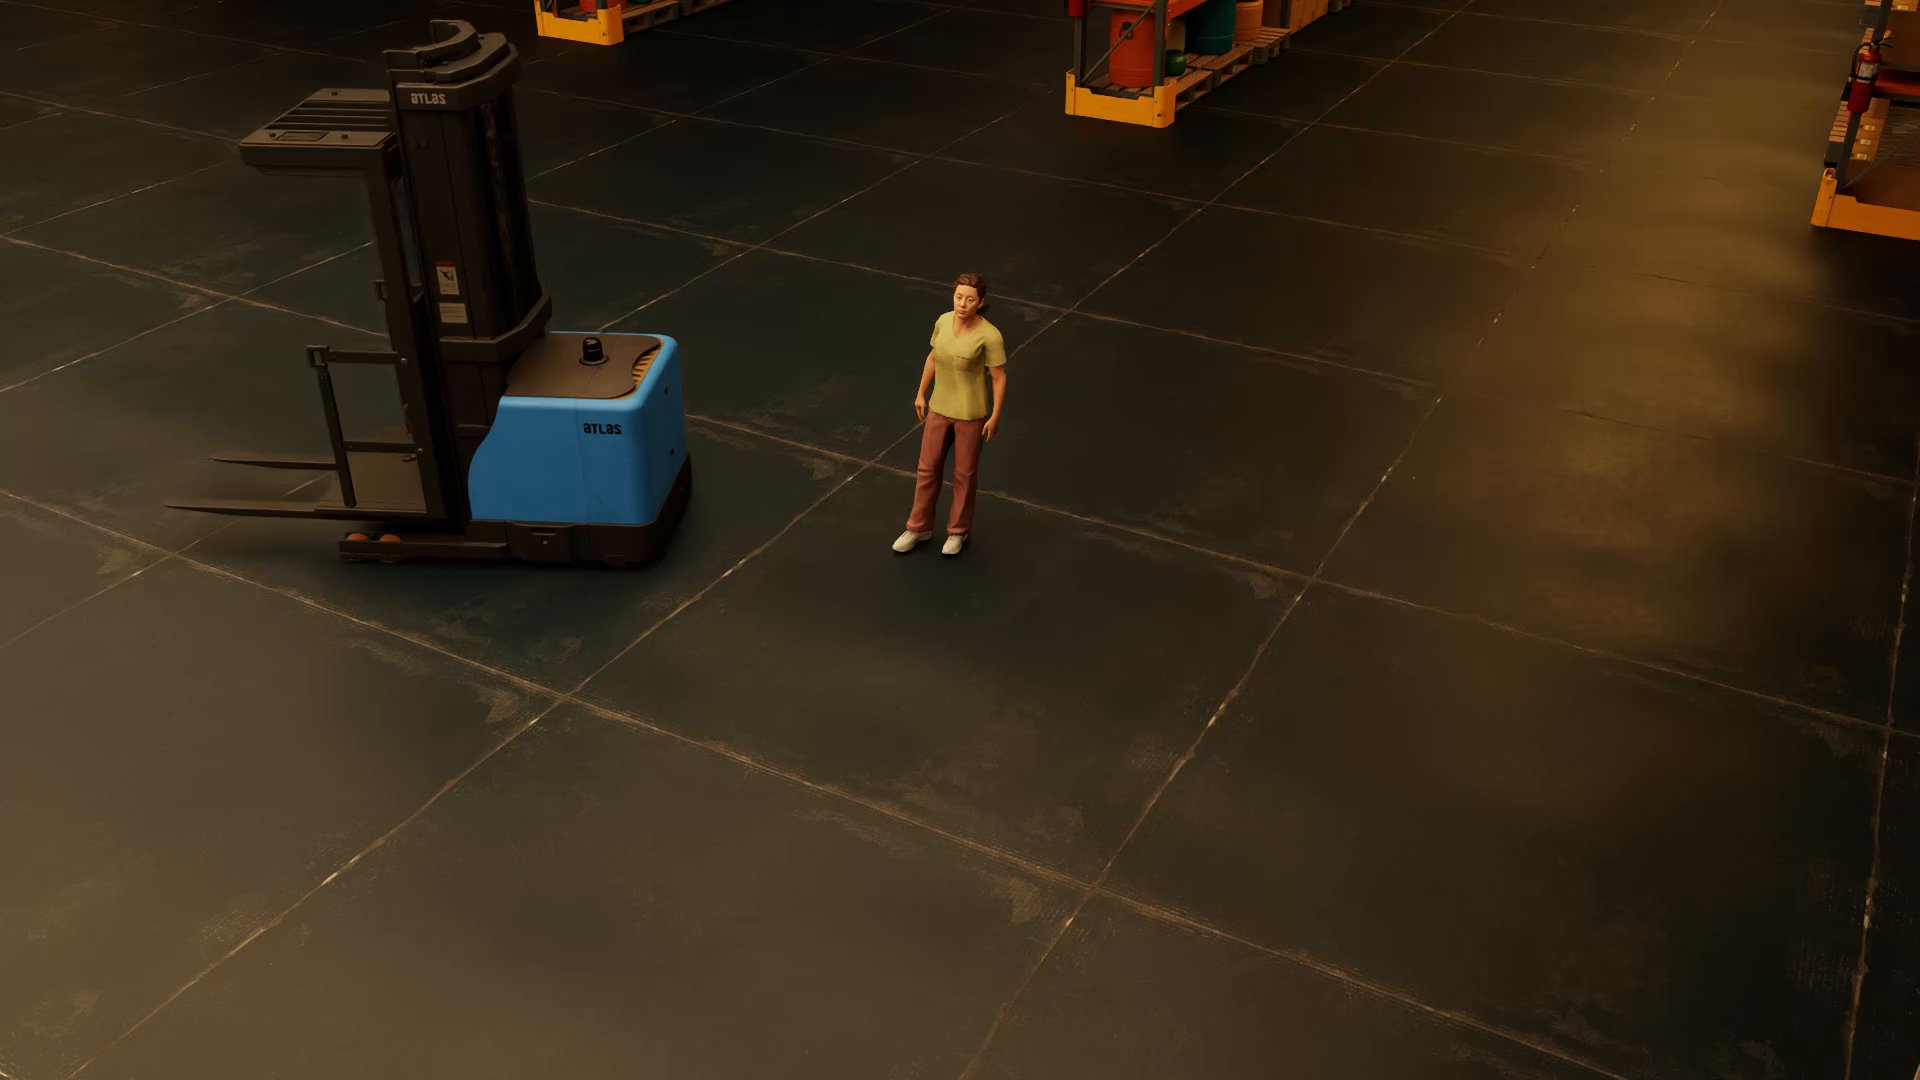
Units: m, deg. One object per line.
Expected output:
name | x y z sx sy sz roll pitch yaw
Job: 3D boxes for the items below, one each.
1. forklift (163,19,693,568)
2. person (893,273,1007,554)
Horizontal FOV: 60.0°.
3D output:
forklift | -3.224 -1.394 9.486 3.031 2.935 1.130 2 30 4
person | -0.045 -0.702 9.529 0.555 1.675 0.549 15 33 25
